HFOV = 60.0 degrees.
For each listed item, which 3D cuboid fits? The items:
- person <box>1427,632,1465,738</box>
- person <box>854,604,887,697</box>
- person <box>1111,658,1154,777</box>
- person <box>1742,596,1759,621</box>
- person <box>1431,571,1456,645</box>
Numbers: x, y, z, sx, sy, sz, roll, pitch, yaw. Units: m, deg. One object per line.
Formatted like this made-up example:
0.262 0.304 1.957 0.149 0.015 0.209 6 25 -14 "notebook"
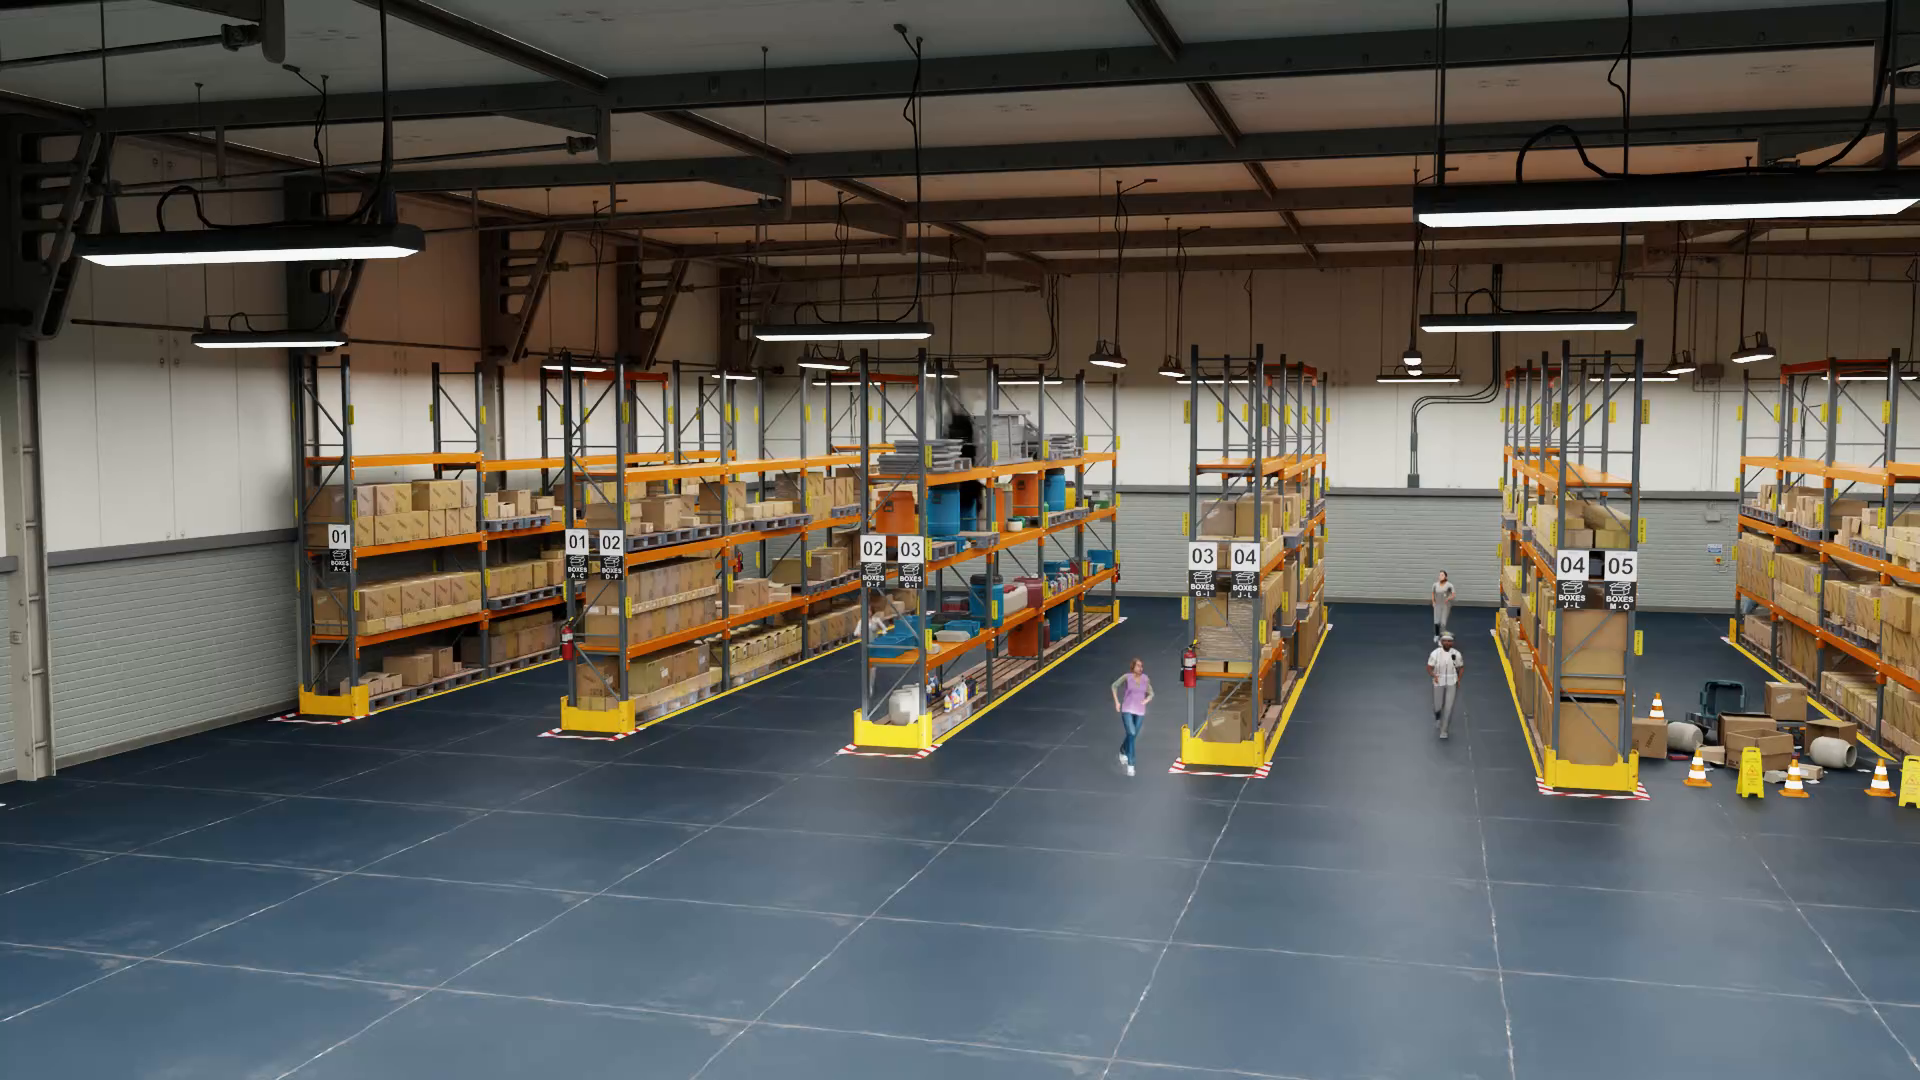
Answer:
7.563 2.235 25.885 0.563 1.655 0.588 1 4 12 "person"
-1.616 1.948 29.750 0.534 1.601 0.860 1 4 11 "person"
2.440 2.462 23.402 0.543 1.640 0.741 -1 4 -16 "person"
18.107 1.300 37.867 0.687 1.728 0.699 0 4 6 "person"
10.461 1.481 36.073 0.552 1.637 0.561 2 5 24 "person"
